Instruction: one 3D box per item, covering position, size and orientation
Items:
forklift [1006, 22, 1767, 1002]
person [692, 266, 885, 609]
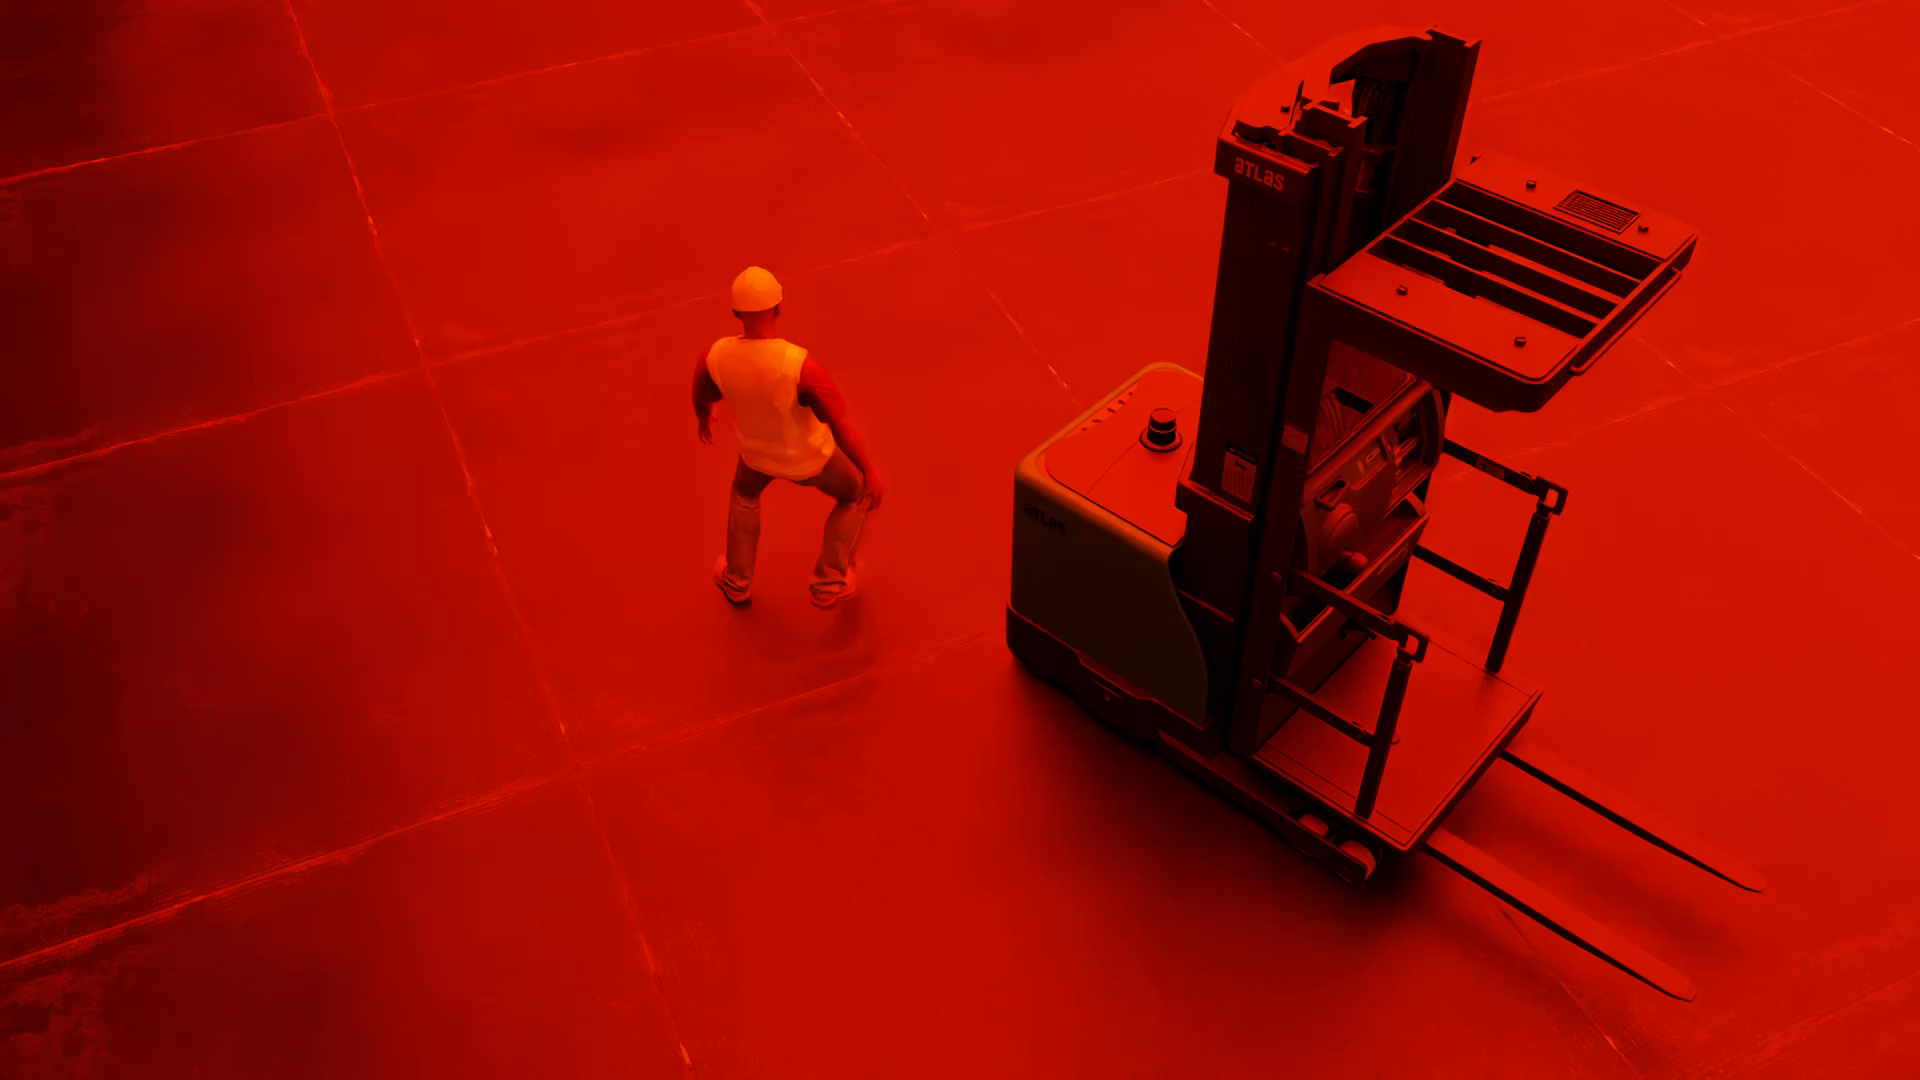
[{"bbox_3d":[1.634,-0.159,5.850,3.031,2.935,1.130,31,51,29],"label":"forklift"},{"bbox_3d":[-0.725,-0.419,7.061,0.954,1.672,0.507,18,46,18],"label":"person"}]
